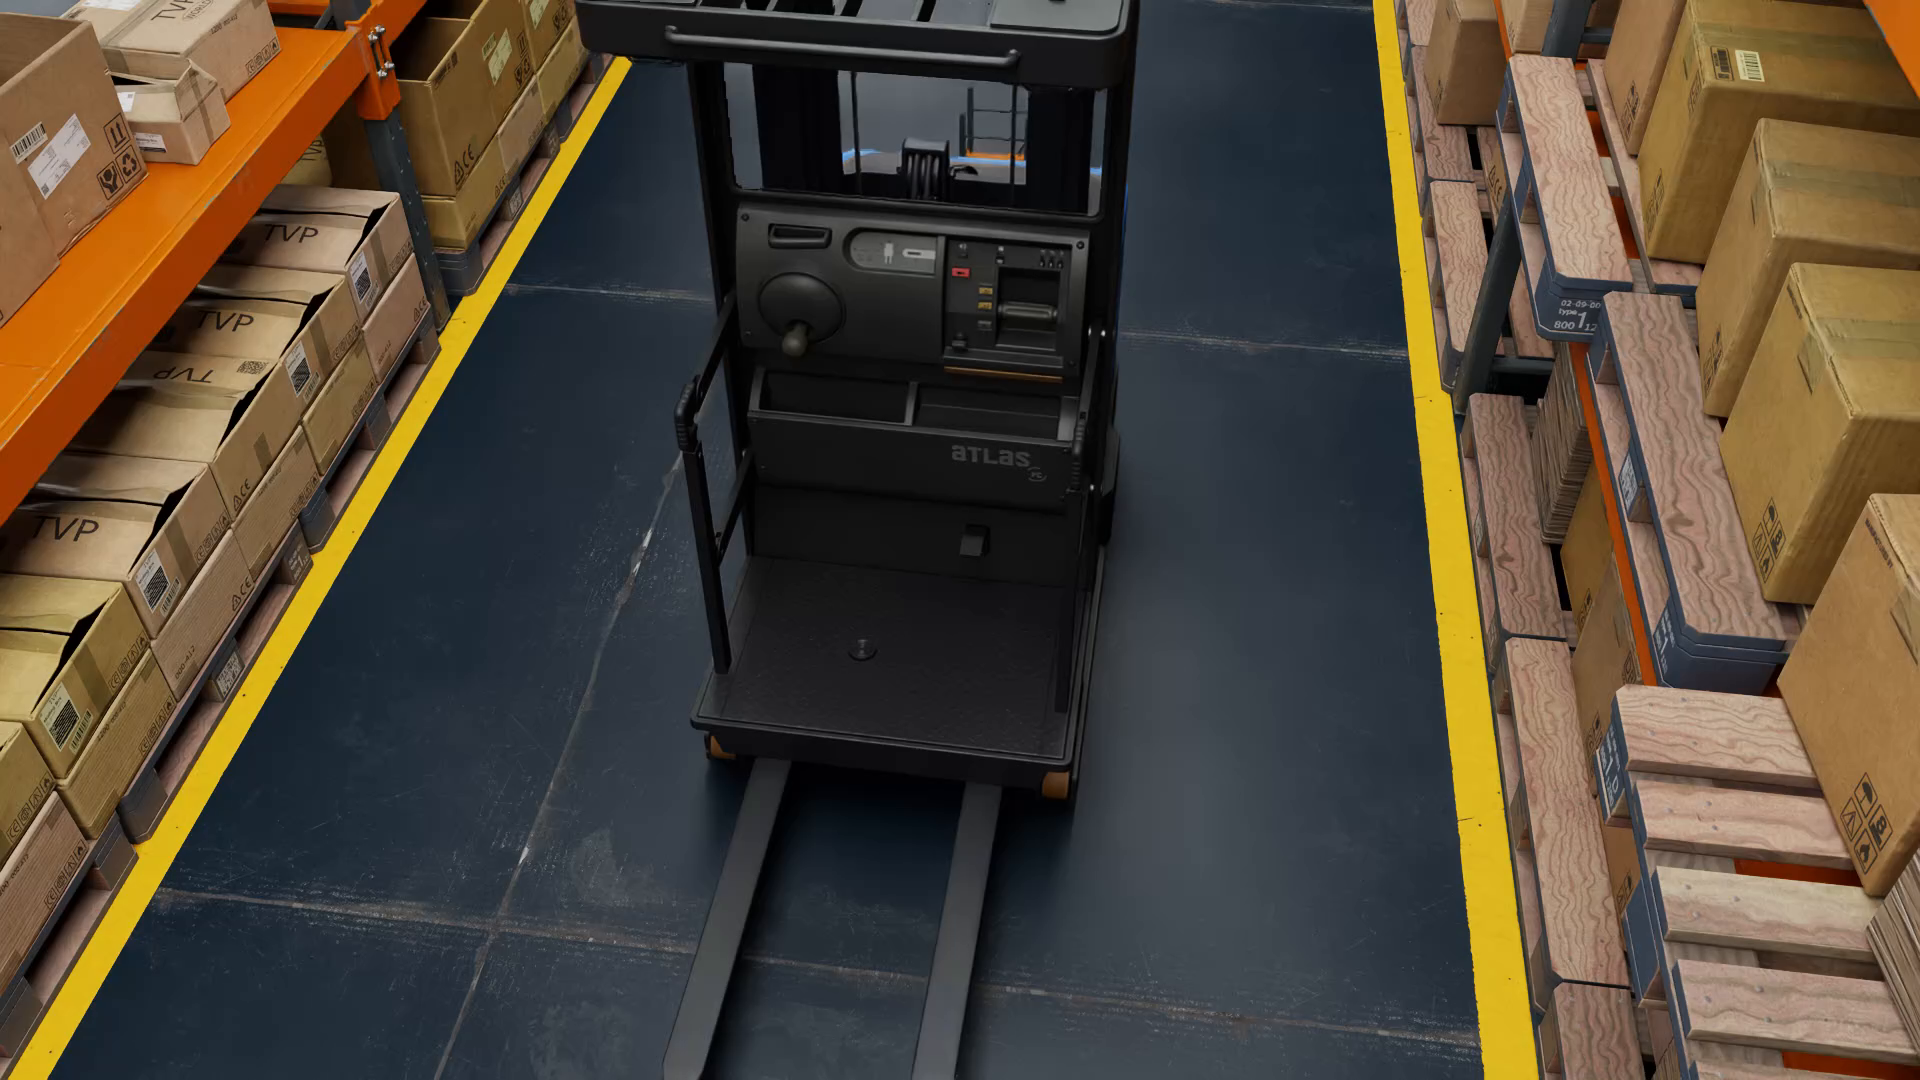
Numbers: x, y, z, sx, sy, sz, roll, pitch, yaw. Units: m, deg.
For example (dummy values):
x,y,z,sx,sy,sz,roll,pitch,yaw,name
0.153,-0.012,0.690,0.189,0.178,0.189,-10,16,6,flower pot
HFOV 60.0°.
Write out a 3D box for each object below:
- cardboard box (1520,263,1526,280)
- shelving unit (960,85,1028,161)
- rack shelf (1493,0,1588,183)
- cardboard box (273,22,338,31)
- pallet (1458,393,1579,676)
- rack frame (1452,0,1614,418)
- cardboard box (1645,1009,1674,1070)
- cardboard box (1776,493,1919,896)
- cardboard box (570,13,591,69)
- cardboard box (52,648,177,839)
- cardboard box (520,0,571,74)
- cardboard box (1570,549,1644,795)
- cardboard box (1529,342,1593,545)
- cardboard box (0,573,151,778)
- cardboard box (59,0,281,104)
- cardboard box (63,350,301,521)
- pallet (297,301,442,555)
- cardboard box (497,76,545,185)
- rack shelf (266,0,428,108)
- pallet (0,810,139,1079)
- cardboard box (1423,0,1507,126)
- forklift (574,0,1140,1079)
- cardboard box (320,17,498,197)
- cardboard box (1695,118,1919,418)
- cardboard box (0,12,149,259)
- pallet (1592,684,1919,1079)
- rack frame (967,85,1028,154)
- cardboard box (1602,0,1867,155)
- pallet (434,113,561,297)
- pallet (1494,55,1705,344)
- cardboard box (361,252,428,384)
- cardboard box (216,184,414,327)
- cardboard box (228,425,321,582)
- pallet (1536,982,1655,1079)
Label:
x,y,z,sx,sy,sz,roll,pitch,yaw,name
2.400,-1.048,6.415,0.380,0.166,0.250,0,43,0,cardboard box
0.131,-1.027,5.962,0.258,1.200,0.189,6,44,6,shelving unit
2.623,-2.651,6.891,1.077,0.370,4.000,5,44,6,rack shelf
-2.630,-2.099,6.934,0.500,0.500,0.500,5,44,6,cardboard box
2.257,-0.006,5.603,1.003,0.211,1.213,5,44,6,pallet
2.359,-1.549,5.205,1.000,3.000,0.127,5,44,6,rack frame
2.057,1.089,3.916,0.700,0.500,0.500,5,44,5,cardboard box
1.929,0.276,2.884,0.700,0.500,0.500,1,43,2,cardboard box
-1.988,-2.461,7.862,0.500,0.250,0.500,5,44,6,cardboard box
-2.592,0.547,4.685,0.500,0.250,0.500,4,44,4,cardboard box
-2.048,-2.392,7.244,0.500,0.500,0.500,5,44,6,cardboard box
2.152,0.403,4.641,0.700,0.500,0.500,6,44,6,cardboard box
2.278,-0.298,5.381,0.700,0.500,0.500,7,44,7,cardboard box
-2.590,0.335,4.501,0.500,0.311,0.500,4,44,4,cardboard box
-2.574,-1.603,5.370,0.500,0.250,0.500,8,44,8,cardboard box
-2.452,-0.358,5.233,0.500,0.311,0.500,5,44,5,cardboard box
-2.611,-0.479,6.102,1.003,0.211,1.213,5,44,6,pallet
-2.119,-1.780,7.142,0.500,0.250,0.500,5,44,6,cardboard box
-2.288,-3.099,7.364,1.077,0.370,4.000,5,44,6,rack shelf
-2.933,1.184,4.346,1.003,0.211,1.213,5,44,6,pallet
2.485,-2.180,7.369,0.700,0.500,0.500,3,44,3,cardboard box
-0.160,-0.563,4.213,1.130,2.935,3.031,6,44,6,forklift
-2.180,-1.711,6.524,0.500,0.500,0.500,5,44,6,cardboard box
2.121,-0.570,3.777,0.700,0.500,0.500,11,45,11,cardboard box
-2.739,-1.152,4.713,0.500,0.500,0.500,8,44,9,cardboard box
1.819,0.751,2.915,1.213,0.211,1.003,5,44,6,pallet
0.145,-1.089,6.028,0.240,1.200,0.006,6,44,6,rack frame
2.258,-1.402,4.656,0.700,0.500,0.500,5,44,6,cardboard box
-2.405,-1.523,7.204,1.003,0.211,1.213,5,44,6,pallet
2.114,-0.972,4.734,1.003,0.211,1.213,5,44,6,pallet
-2.319,-0.842,6.152,0.500,0.250,0.500,5,44,5,cardboard box
-2.321,-1.053,5.967,0.500,0.311,0.500,5,44,6,cardboard box
-2.455,-0.149,5.420,0.500,0.250,0.500,6,44,6,cardboard box
1.935,1.657,3.847,1.003,0.211,1.213,5,44,6,pallet
